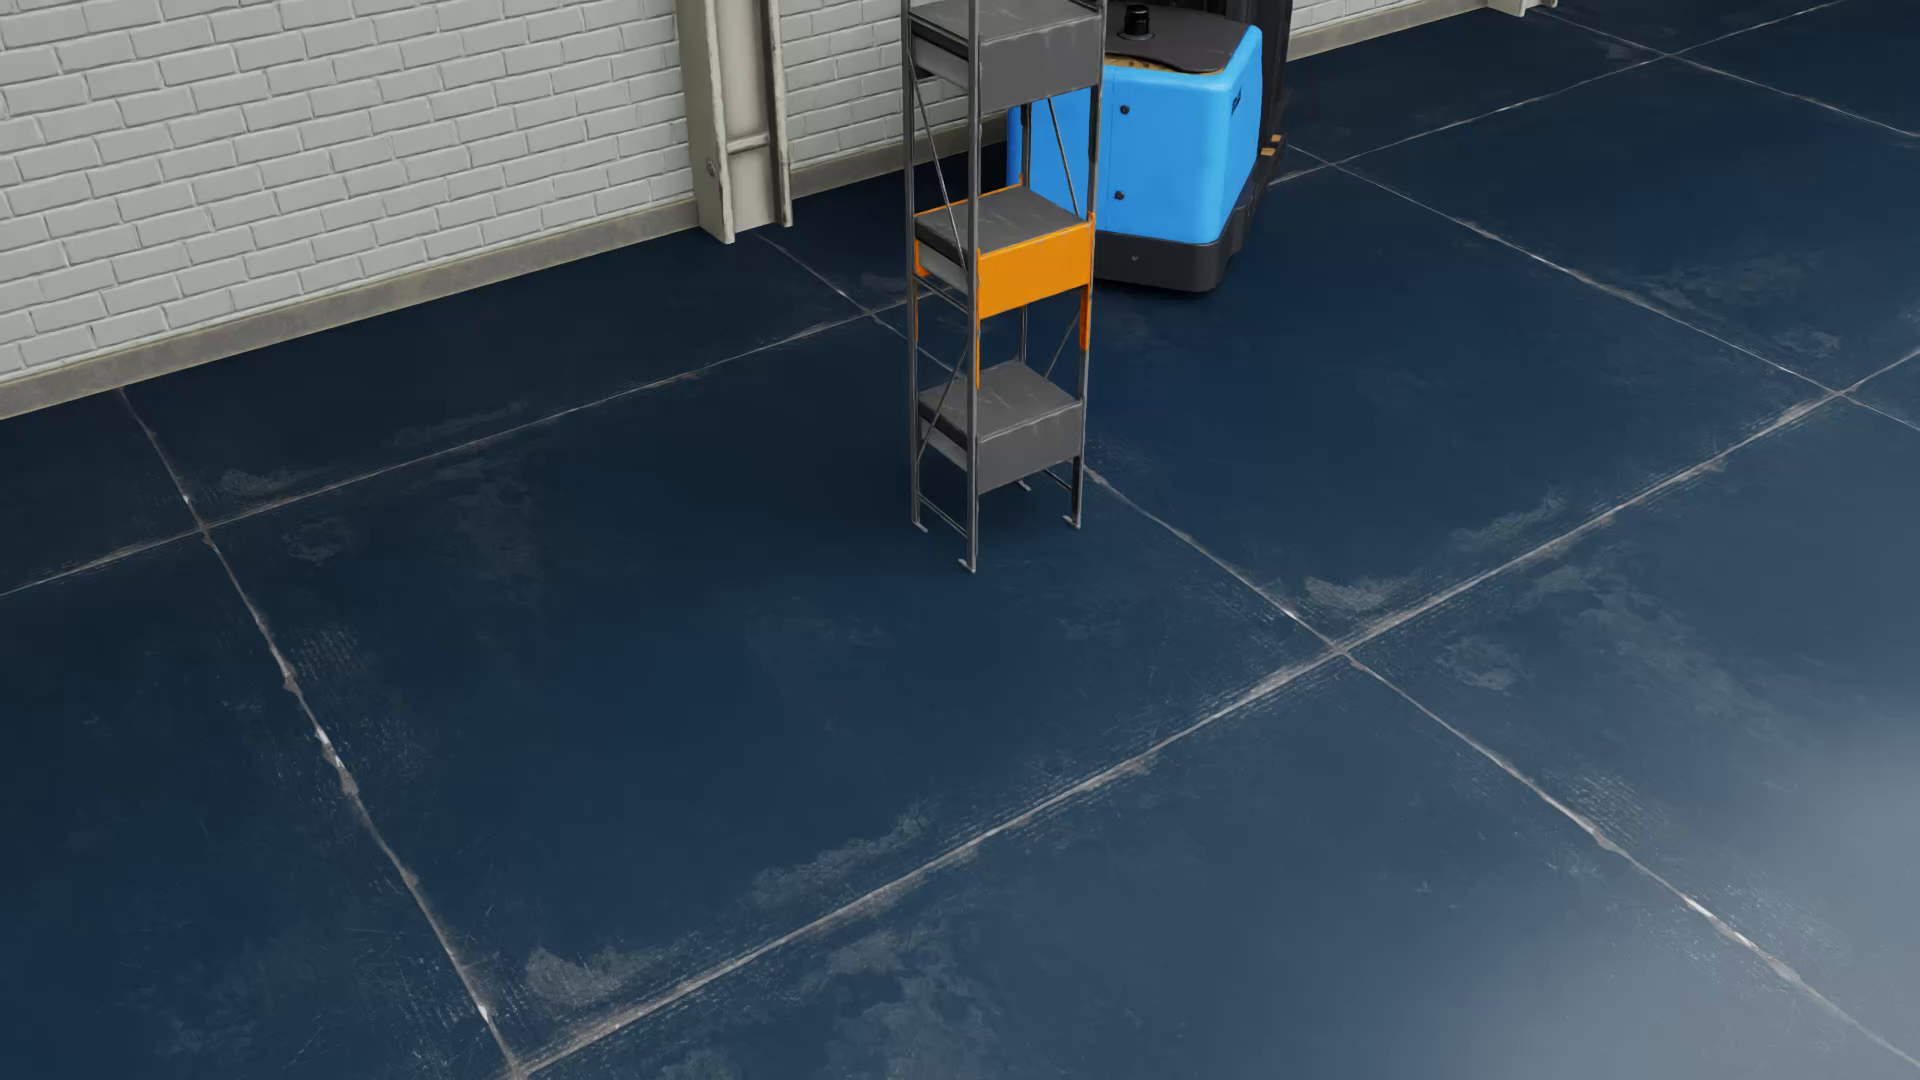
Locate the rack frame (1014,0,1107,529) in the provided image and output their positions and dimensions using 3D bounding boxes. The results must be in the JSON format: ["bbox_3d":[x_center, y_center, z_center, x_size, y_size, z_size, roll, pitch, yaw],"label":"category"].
[{"bbox_3d":[0.335,-0.990,5.828,0.015,2.100,0.400,-22,41,-28],"label":"rack frame"}]

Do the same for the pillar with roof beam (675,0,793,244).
[{"bbox_3d":[1.383,-3.213,3.010,0.400,9.000,9.100,-22,41,-28],"label":"pillar with roof beam"}]

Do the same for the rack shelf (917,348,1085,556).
[{"bbox_3d":[0.135,-0.329,6.131,0.480,0.518,0.431,-22,41,-28],"label":"rack shelf"}]

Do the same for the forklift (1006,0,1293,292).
[{"bbox_3d":[1.151,-3.200,8.189,1.130,2.935,3.031,11,37,15],"label":"forklift"}]

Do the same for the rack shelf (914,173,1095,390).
[{"bbox_3d":[0.135,-0.897,5.722,0.480,0.518,0.431,-22,41,-28],"label":"rack shelf"}]

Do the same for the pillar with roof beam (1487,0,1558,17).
[{"bbox_3d":[6.287,-5.231,5.816,0.400,9.000,9.100,-22,41,-28],"label":"pillar with roof beam"}]

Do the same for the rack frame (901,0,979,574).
[{"bbox_3d":[-0.064,-0.826,5.600,0.015,2.100,0.400,-22,41,-28],"label":"rack frame"}]

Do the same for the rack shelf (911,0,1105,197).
[{"bbox_3d":[0.135,-1.465,5.314,0.480,0.518,0.431,-22,41,-28],"label":"rack shelf"}]

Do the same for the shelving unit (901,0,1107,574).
[{"bbox_3d":[0.135,-0.908,5.714,0.503,2.100,0.431,-22,41,-28],"label":"shelving unit"}]
